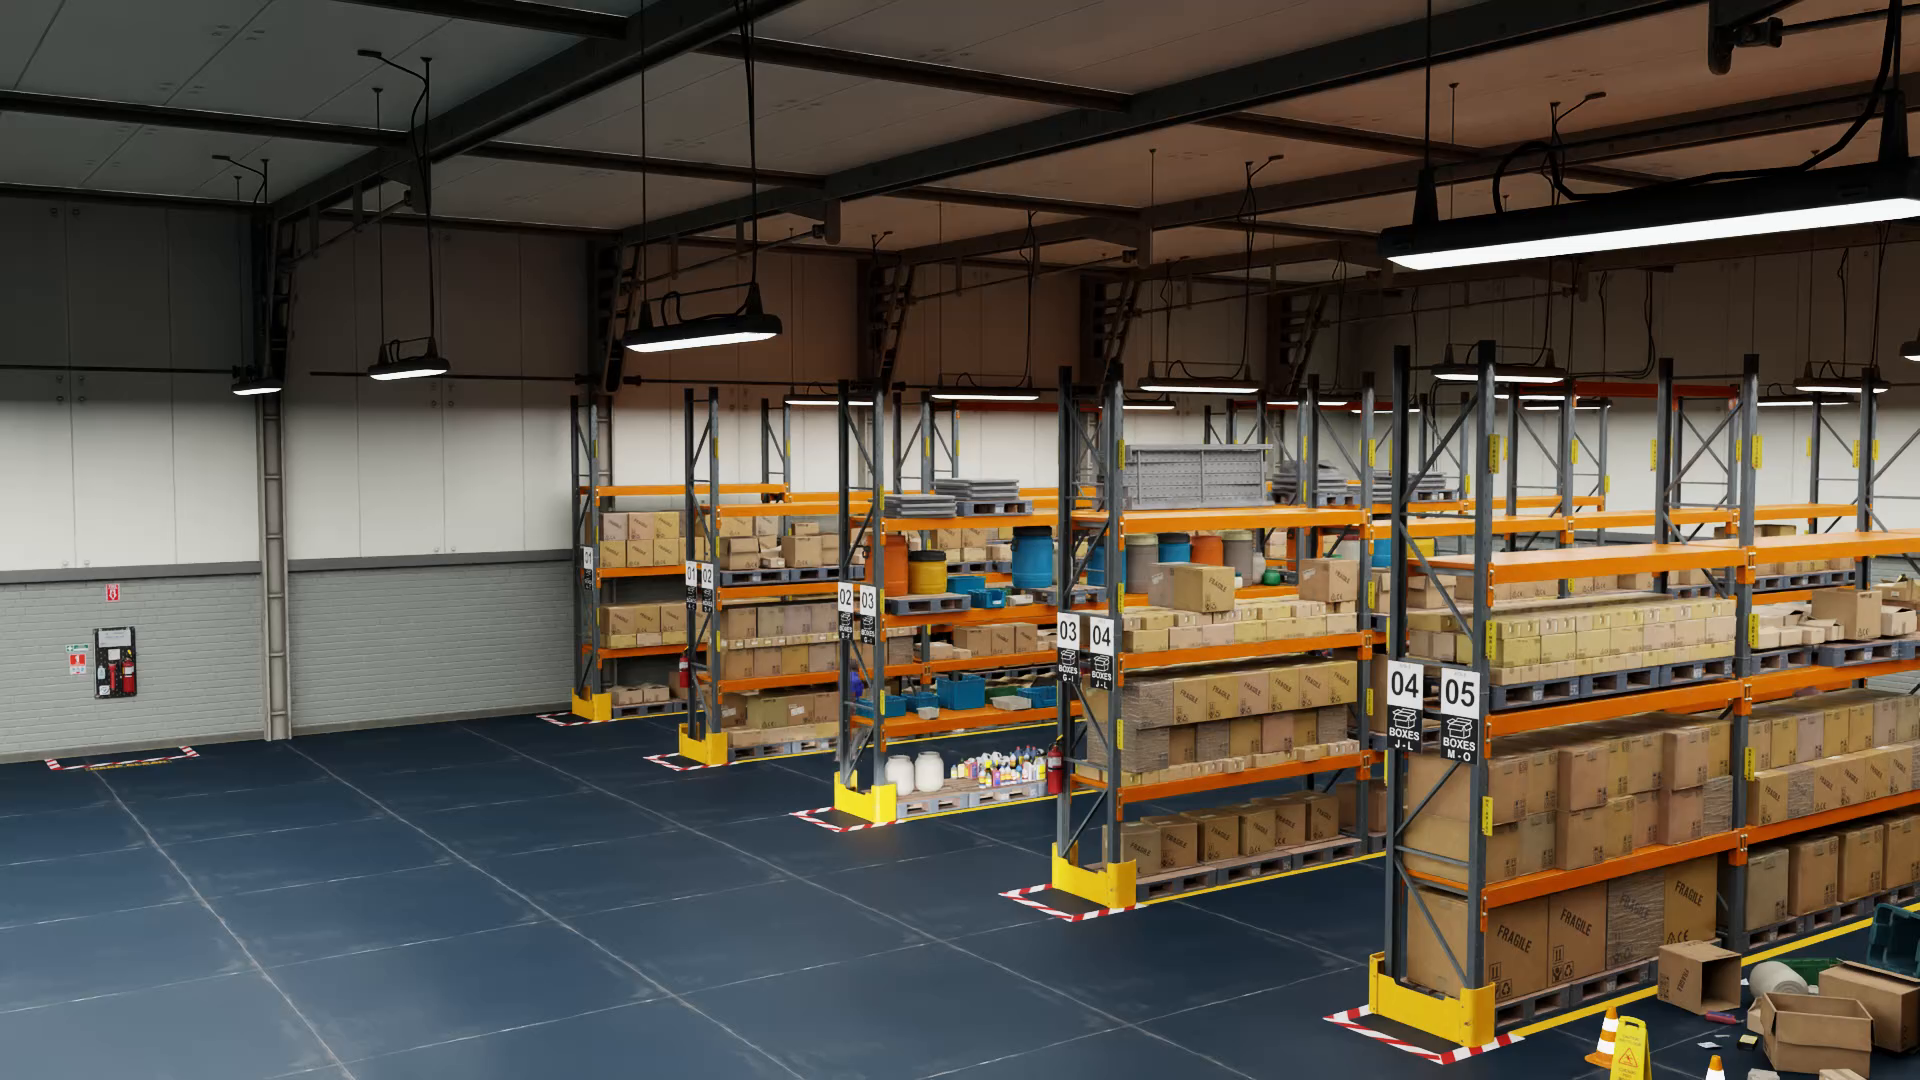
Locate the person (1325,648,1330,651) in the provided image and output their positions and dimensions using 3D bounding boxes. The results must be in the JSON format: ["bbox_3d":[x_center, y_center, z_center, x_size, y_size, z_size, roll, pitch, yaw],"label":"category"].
[{"bbox_3d":[8.088,1.997,37.918,1.064,1.721,0.613,-2,4,-32],"label":"person"}]

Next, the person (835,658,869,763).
[{"bbox_3d":[-1.754,2.732,26.727,0.518,1.659,0.495,-1,4,-21],"label":"person"}]

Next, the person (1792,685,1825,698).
[{"bbox_3d":[12.449,2.816,24.352,0.612,1.776,0.614,-3,4,-36],"label":"person"}]
